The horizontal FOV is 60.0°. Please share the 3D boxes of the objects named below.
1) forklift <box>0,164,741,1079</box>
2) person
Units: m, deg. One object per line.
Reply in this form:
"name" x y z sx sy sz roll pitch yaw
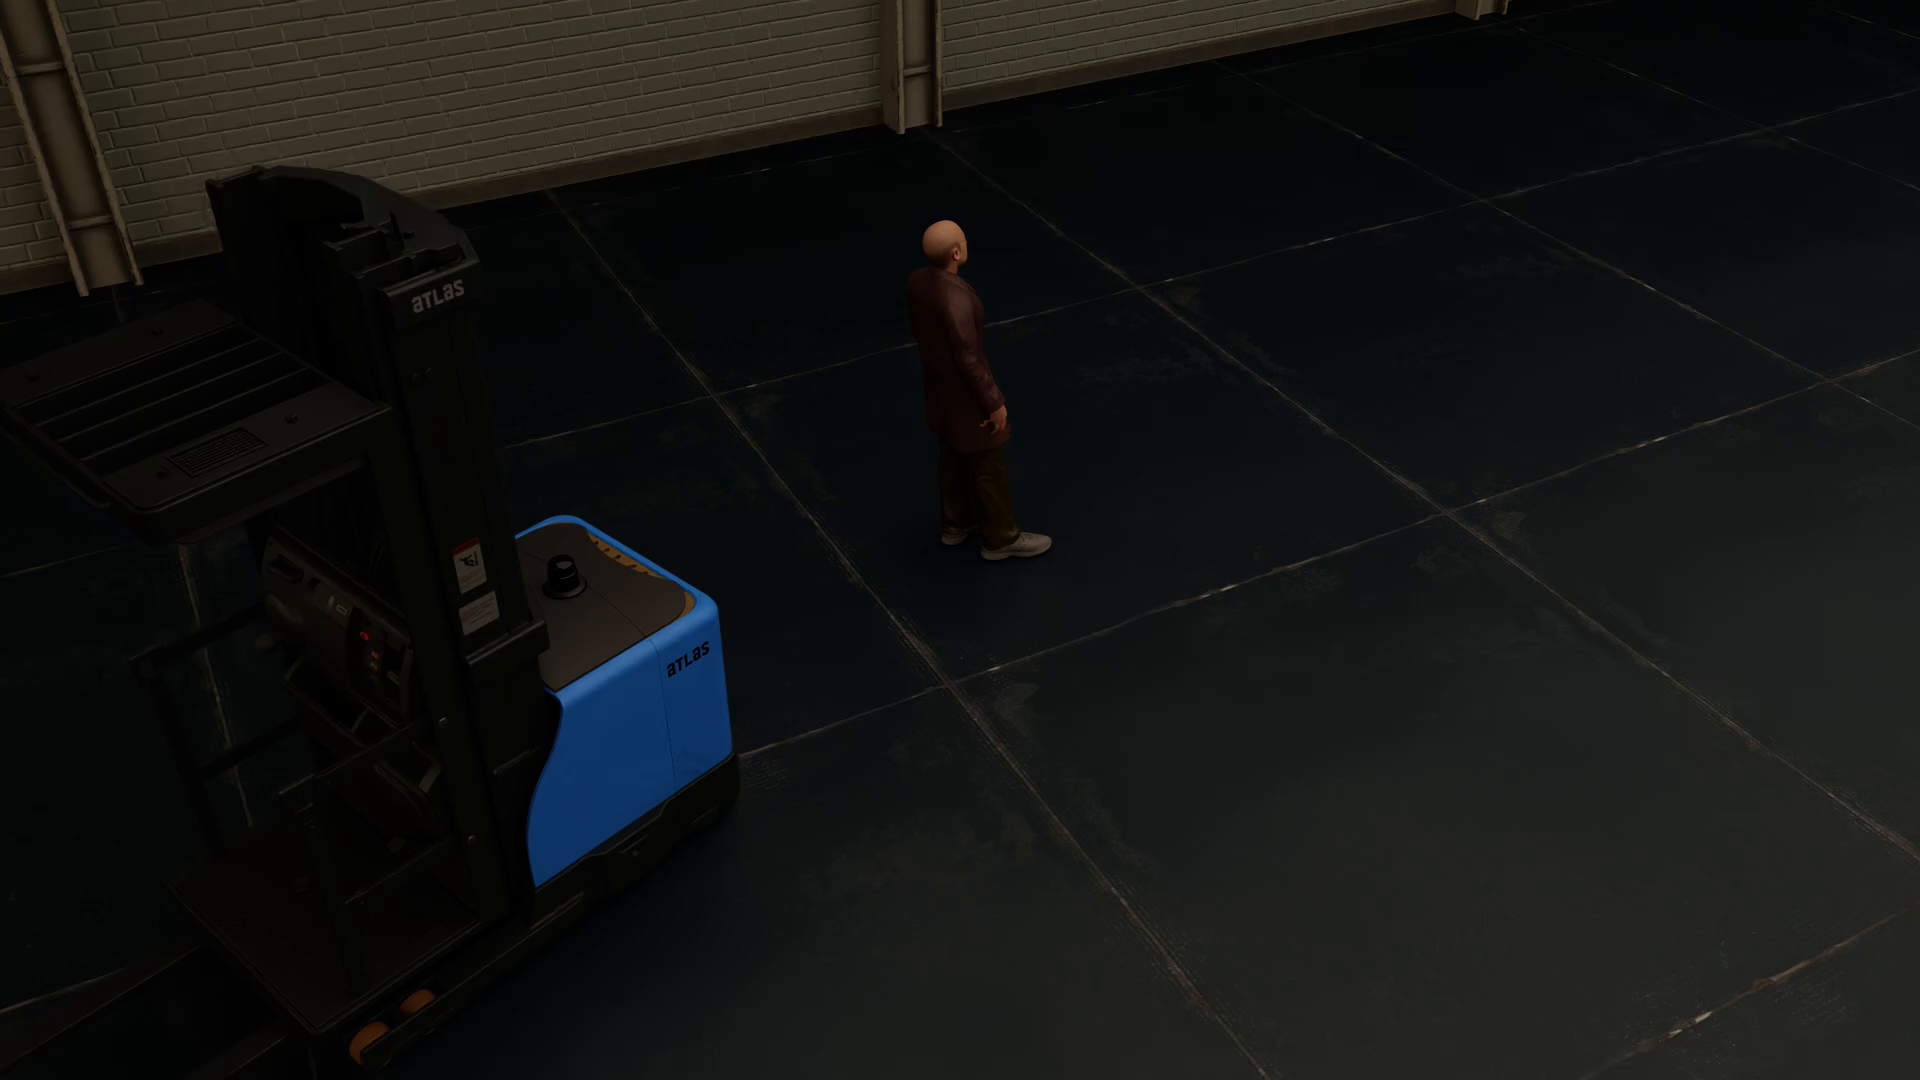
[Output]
"forklift" -2.283 0.370 5.600 1.130 2.935 3.031 27 43 33
"person" 0.082 -0.754 8.176 0.582 1.775 0.696 -17 39 -23
